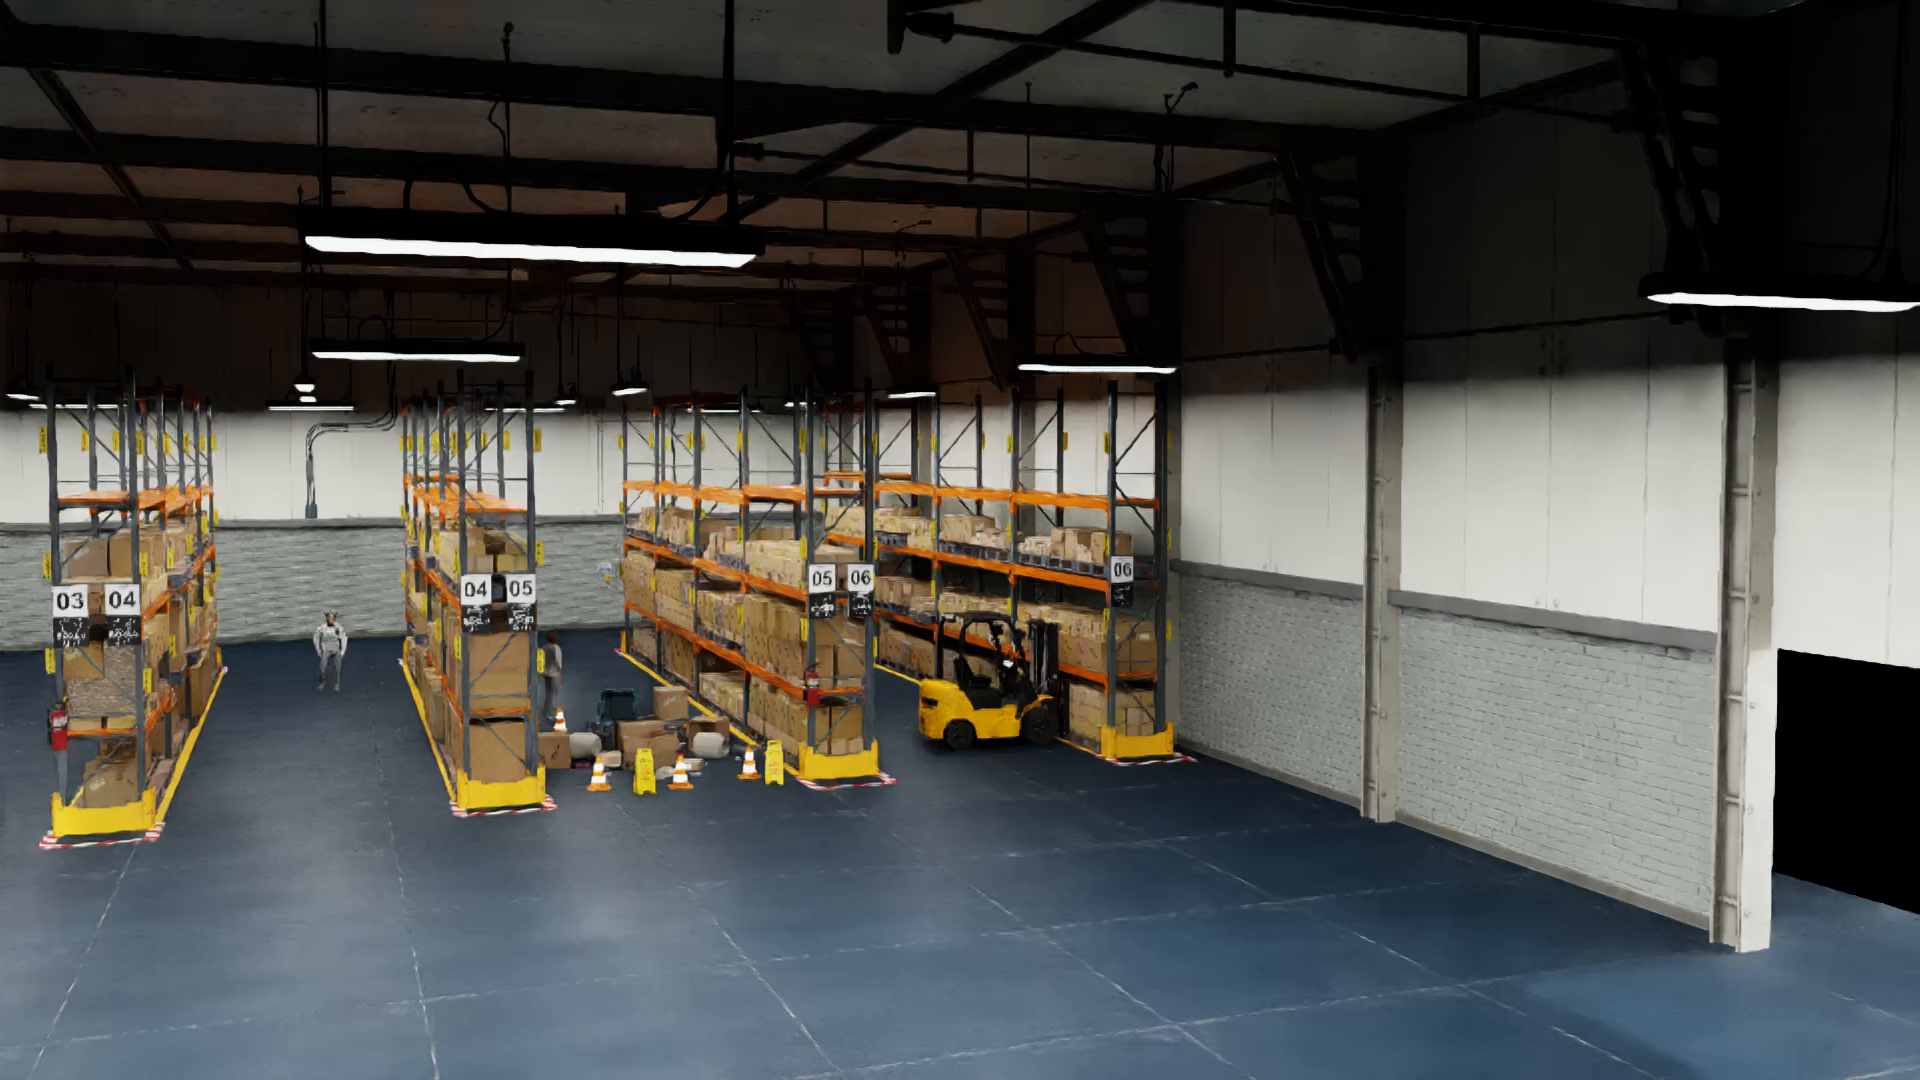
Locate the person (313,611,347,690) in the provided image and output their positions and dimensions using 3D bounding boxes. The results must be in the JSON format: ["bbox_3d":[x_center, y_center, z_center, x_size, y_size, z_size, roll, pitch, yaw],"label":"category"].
[{"bbox_3d":[-12.708,2.233,33.567,0.639,1.632,0.512,-1,4,-23],"label":"person"}]

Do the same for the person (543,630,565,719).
[{"bbox_3d":[-7.346,2.431,30.089,0.465,1.599,0.386,3,4,37],"label":"person"}]
